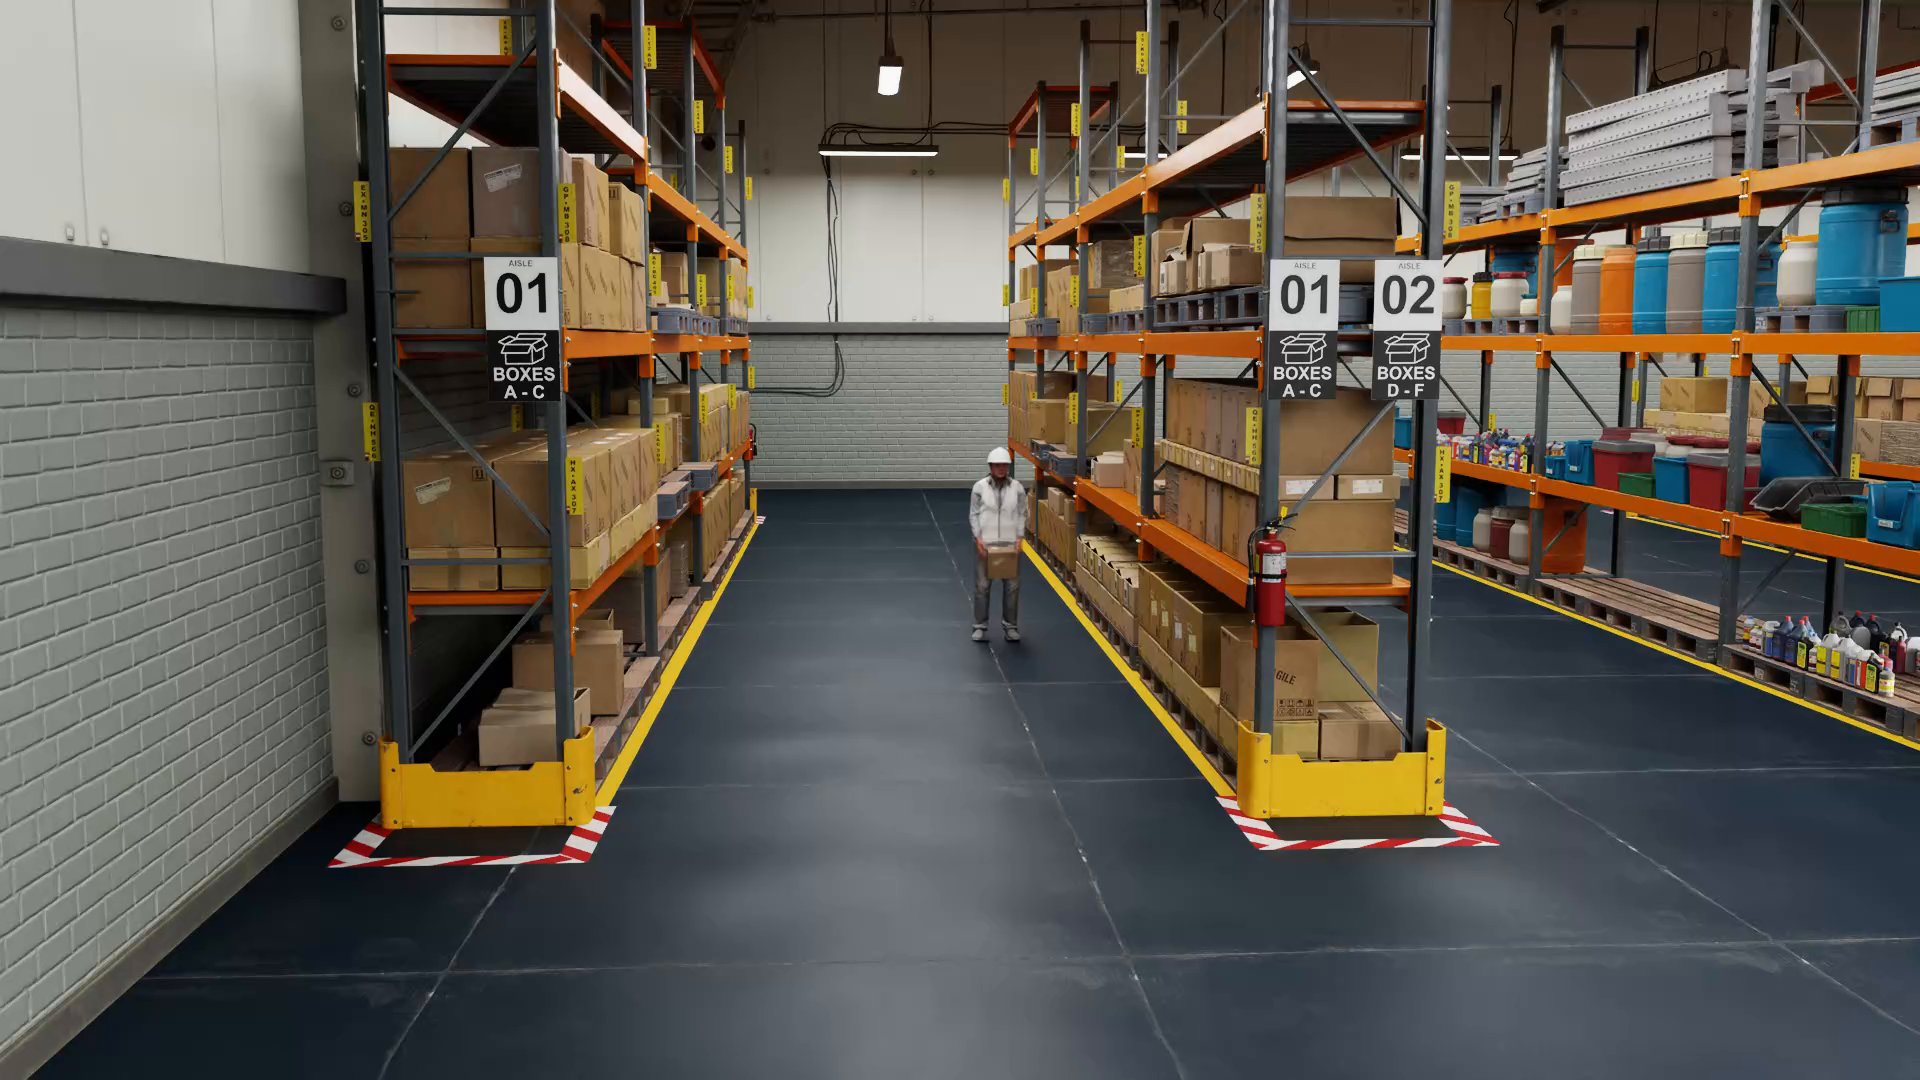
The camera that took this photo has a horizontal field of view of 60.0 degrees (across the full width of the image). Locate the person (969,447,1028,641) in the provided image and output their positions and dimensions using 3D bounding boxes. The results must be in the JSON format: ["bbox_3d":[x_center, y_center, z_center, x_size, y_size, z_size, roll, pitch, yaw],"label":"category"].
[{"bbox_3d":[0.354,0.034,15.311,0.548,1.779,0.458,-1,7,-5],"label":"person"}]
